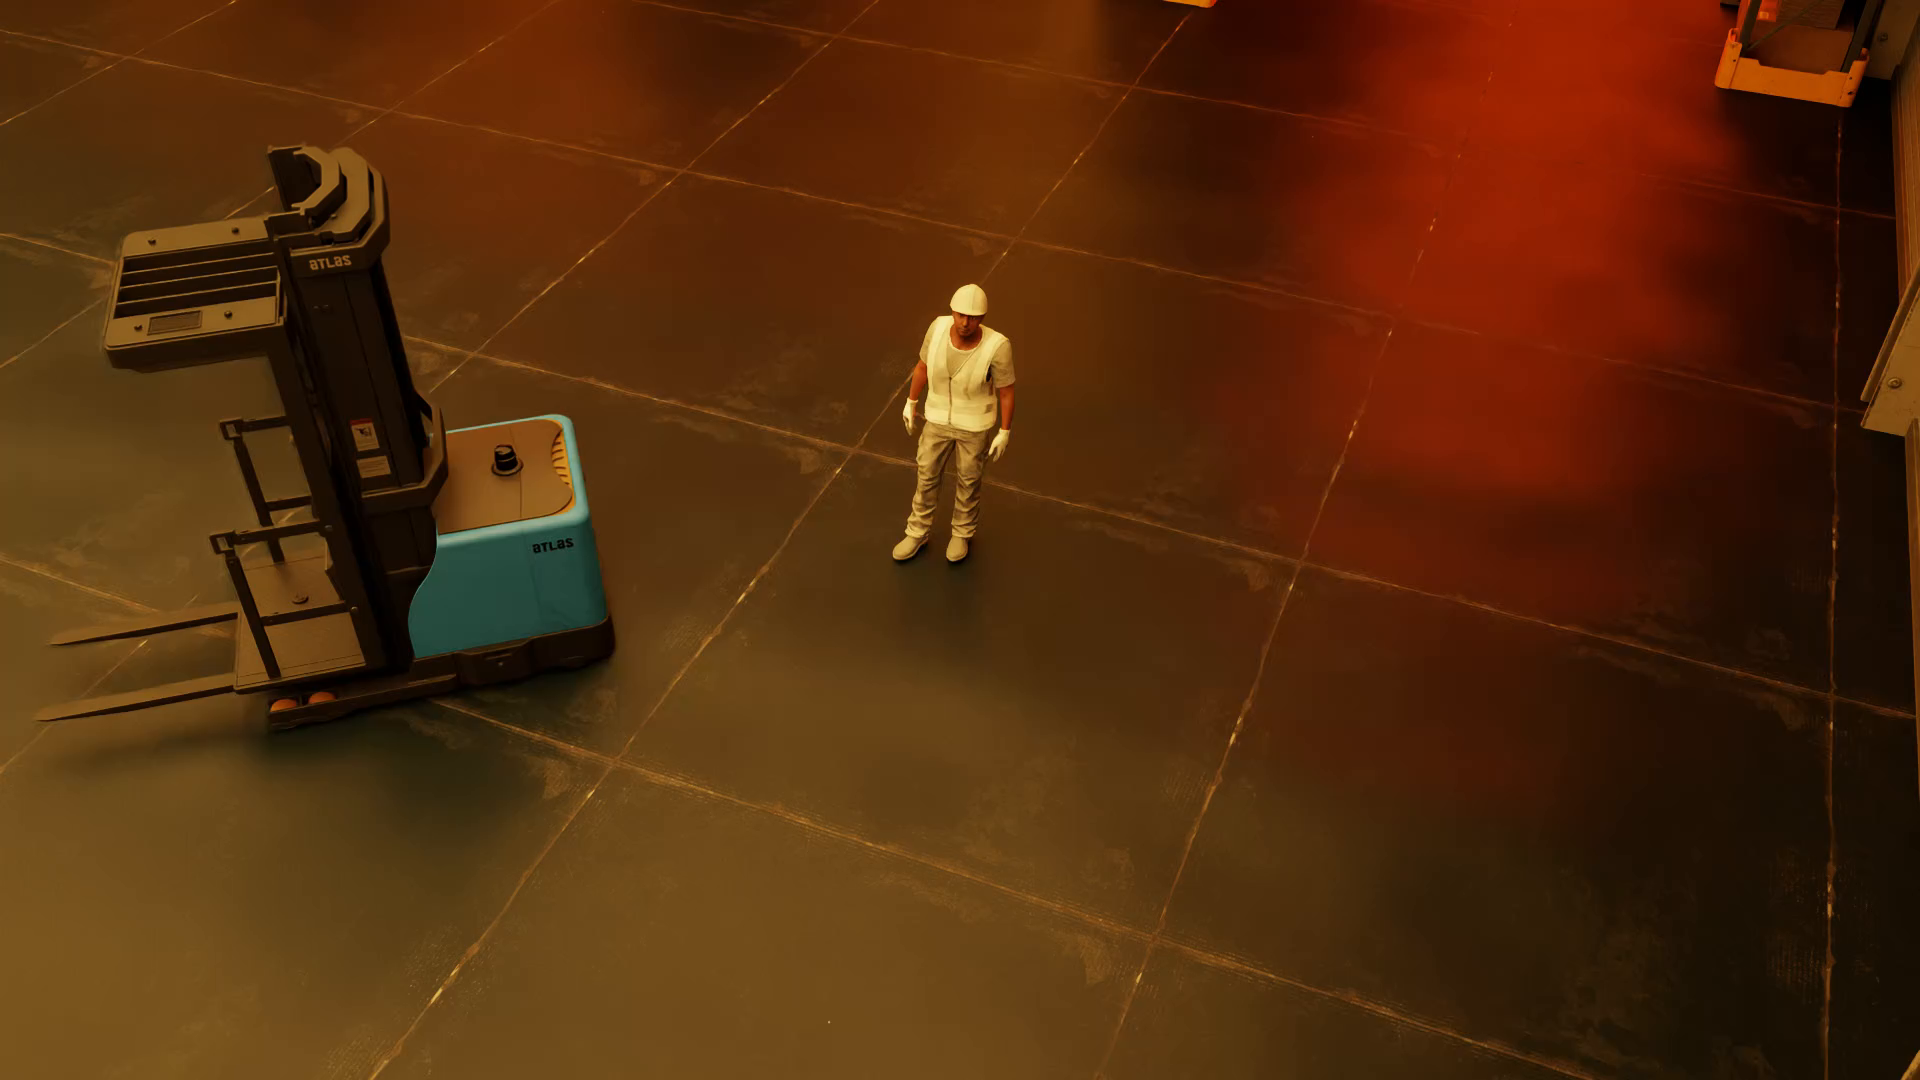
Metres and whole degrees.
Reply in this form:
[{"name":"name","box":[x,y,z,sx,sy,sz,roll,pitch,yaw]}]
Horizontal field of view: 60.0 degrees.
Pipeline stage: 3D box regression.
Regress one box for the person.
[{"name":"person","box":[-0.035,-0.649,9.664,0.657,1.785,0.575,15,42,17]}]

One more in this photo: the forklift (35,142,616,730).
[{"name":"forklift","box":[-3.534,-0.475,8.573,3.031,2.935,1.130,-11,41,-12]}]
